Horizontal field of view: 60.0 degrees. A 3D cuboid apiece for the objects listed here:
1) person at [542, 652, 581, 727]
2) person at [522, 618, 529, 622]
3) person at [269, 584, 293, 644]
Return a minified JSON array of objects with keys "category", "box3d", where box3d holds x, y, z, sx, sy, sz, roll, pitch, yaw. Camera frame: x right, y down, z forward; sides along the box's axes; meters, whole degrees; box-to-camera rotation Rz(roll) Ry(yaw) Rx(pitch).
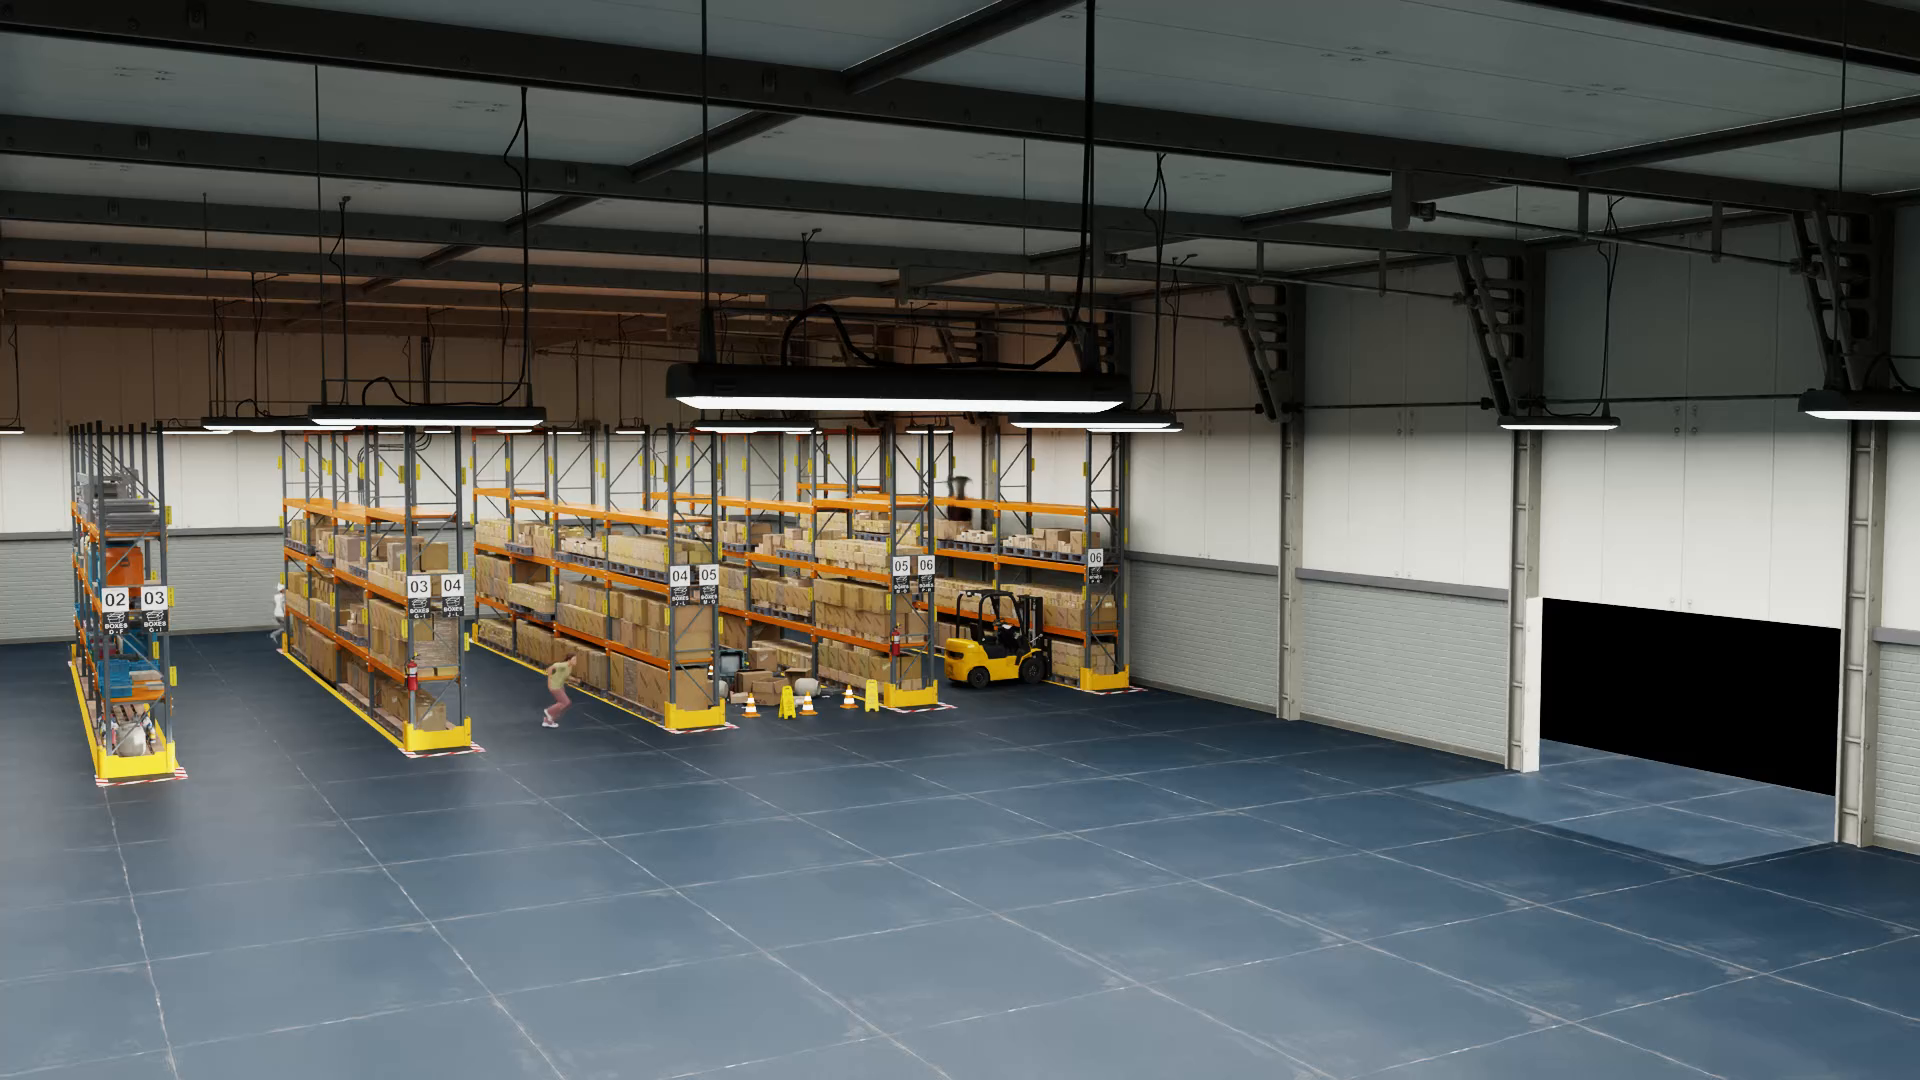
[{"category":"person","box3d":[-7.871,2.952,32.722,0.792,1.502,0.613,1,4,13]},{"category":"person","box3d":[-12.464,1.911,48.229,1.002,1.711,0.671,-2,4,-30]},{"category":"person","box3d":[-18.485,2.068,45.308,0.692,1.758,0.697,3,5,39]}]
